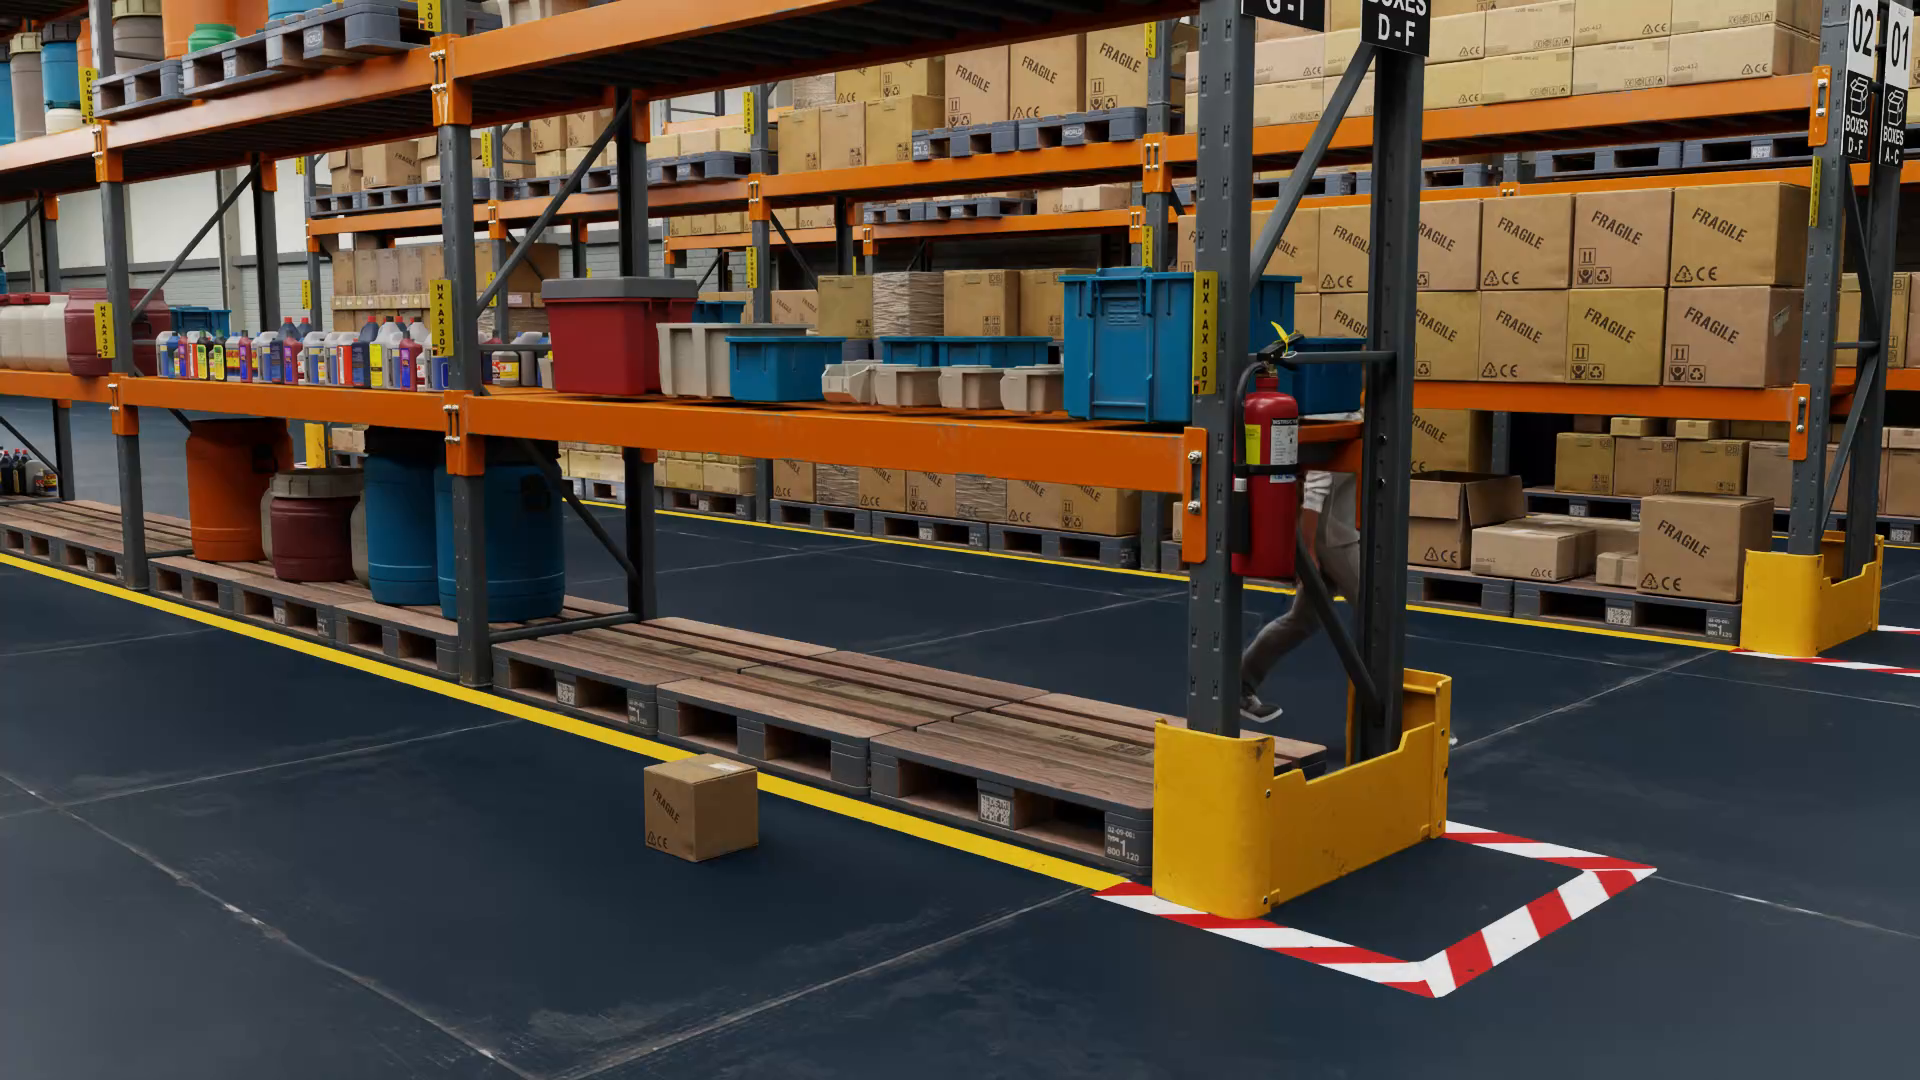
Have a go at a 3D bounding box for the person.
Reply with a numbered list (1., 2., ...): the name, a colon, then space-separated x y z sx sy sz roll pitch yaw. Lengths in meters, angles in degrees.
1. person: 1.431 -0.004 6.309 0.931 1.548 0.445 2 8 16
